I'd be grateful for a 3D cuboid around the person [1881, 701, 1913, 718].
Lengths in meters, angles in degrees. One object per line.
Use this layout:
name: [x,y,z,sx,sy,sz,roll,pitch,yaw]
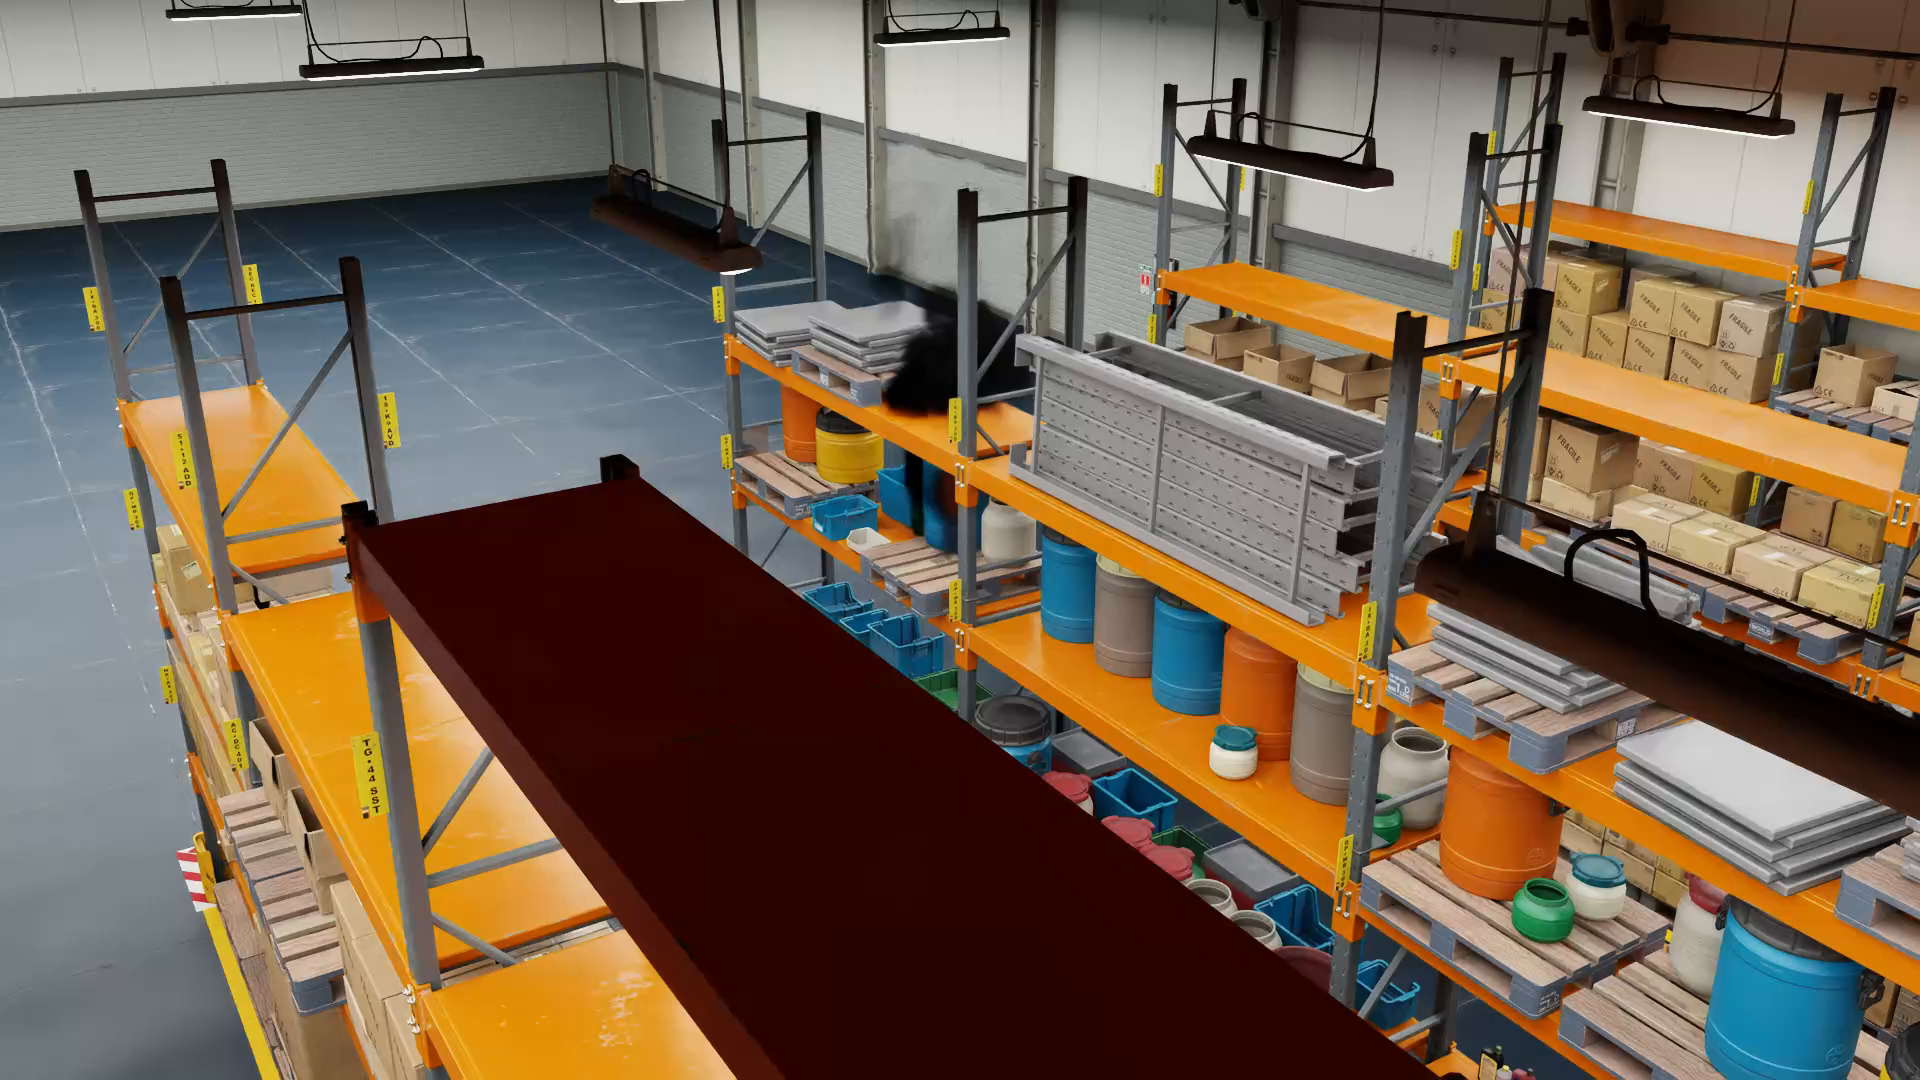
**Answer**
person: [7.601,2.136,13.711,0.603,1.833,0.866,-15,26,-33]
